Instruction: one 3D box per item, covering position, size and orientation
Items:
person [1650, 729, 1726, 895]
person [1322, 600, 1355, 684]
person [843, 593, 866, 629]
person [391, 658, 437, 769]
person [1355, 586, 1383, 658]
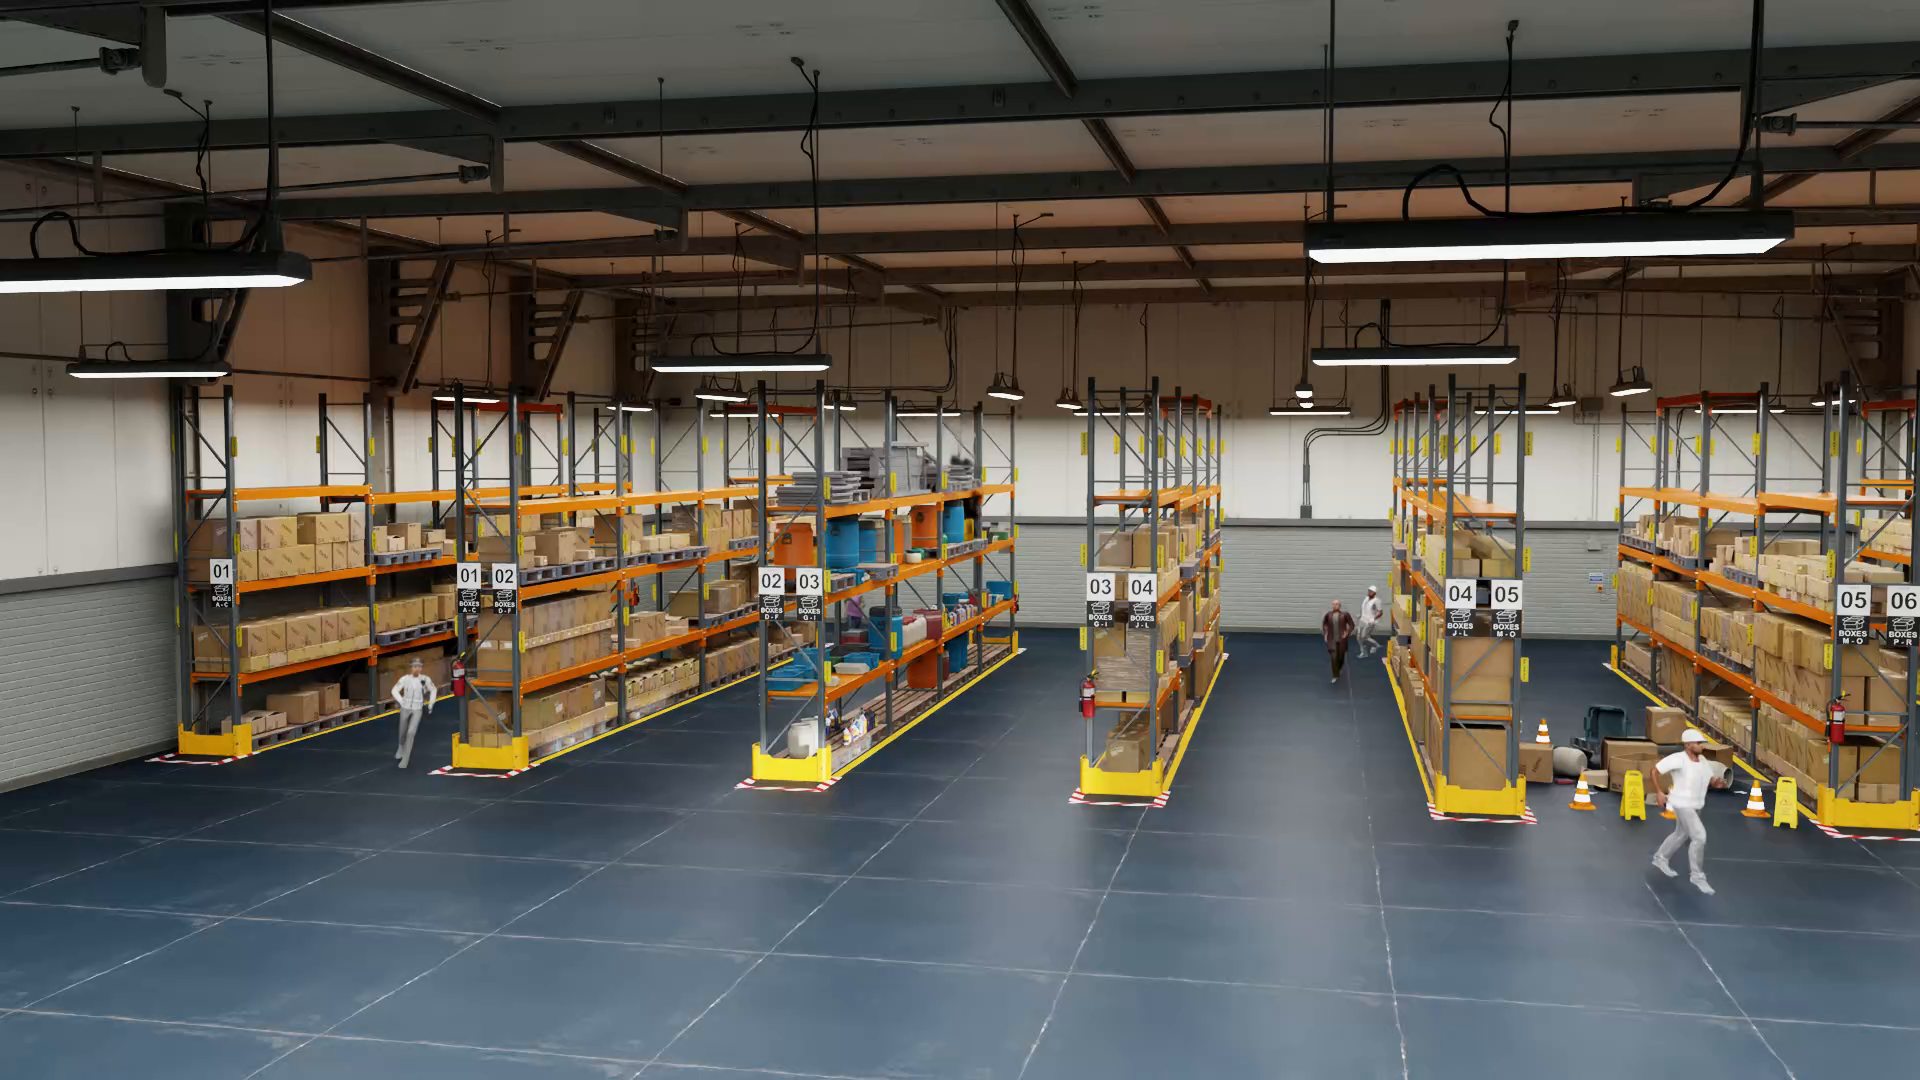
[{"bbox_3d":[8.266,3.051,18.914,0.677,1.820,0.874,-2,4,-35],"label":"person"},{"bbox_3d":[8.053,2.153,35.470,0.706,1.763,0.761,1,3,21],"label":"person"},{"bbox_3d":[-2.480,1.790,39.073,0.530,1.608,0.779,0,3,-3],"label":"person"},{"bbox_3d":[-8.618,2.689,26.215,0.674,1.673,0.920,-1,3,-10],"label":"person"},{"bbox_3d":[9.721,1.942,39.336,0.577,1.734,0.744,-1,3,-23],"label":"person"}]
